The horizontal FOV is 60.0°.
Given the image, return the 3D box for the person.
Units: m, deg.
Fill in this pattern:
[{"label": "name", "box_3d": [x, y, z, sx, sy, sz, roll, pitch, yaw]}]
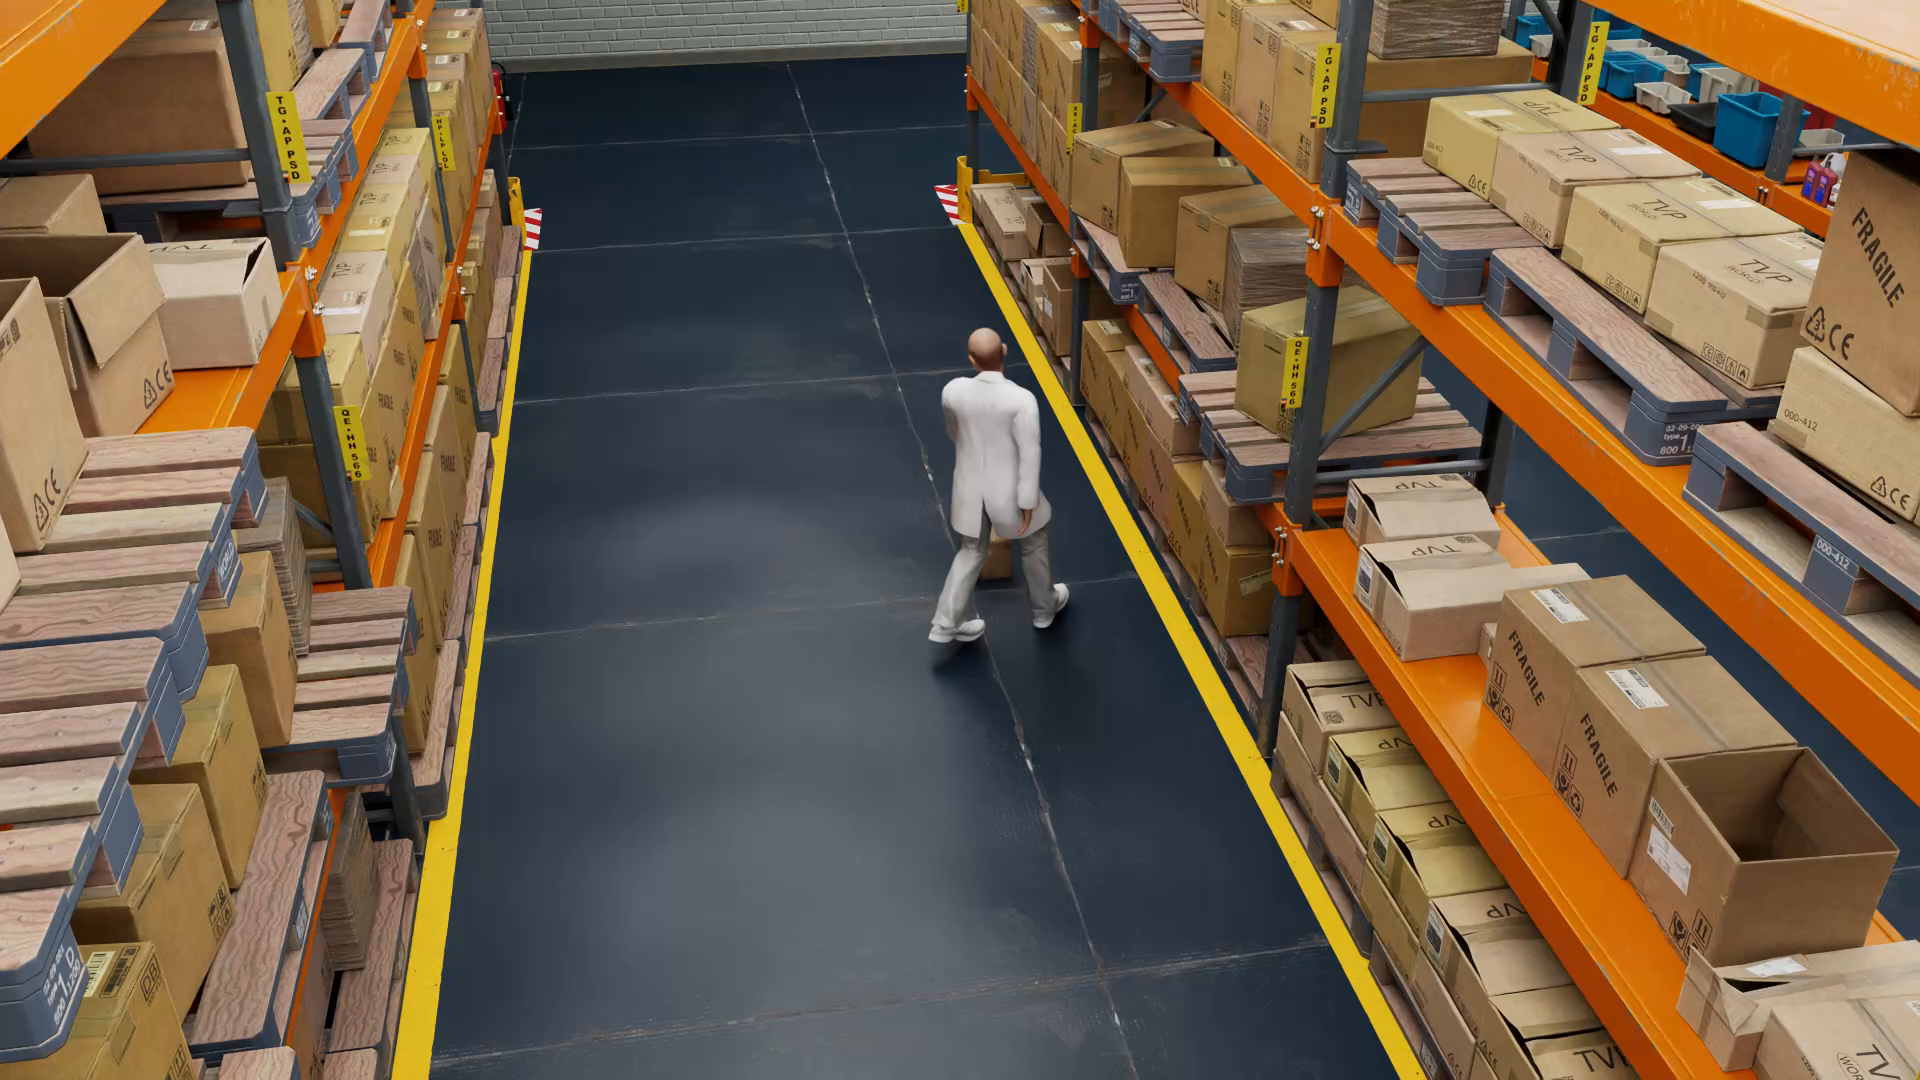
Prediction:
[{"label": "person", "box_3d": [0.192, -0.280, 8.639, 0.588, 1.739, 0.878, 12, 32, 19]}]
